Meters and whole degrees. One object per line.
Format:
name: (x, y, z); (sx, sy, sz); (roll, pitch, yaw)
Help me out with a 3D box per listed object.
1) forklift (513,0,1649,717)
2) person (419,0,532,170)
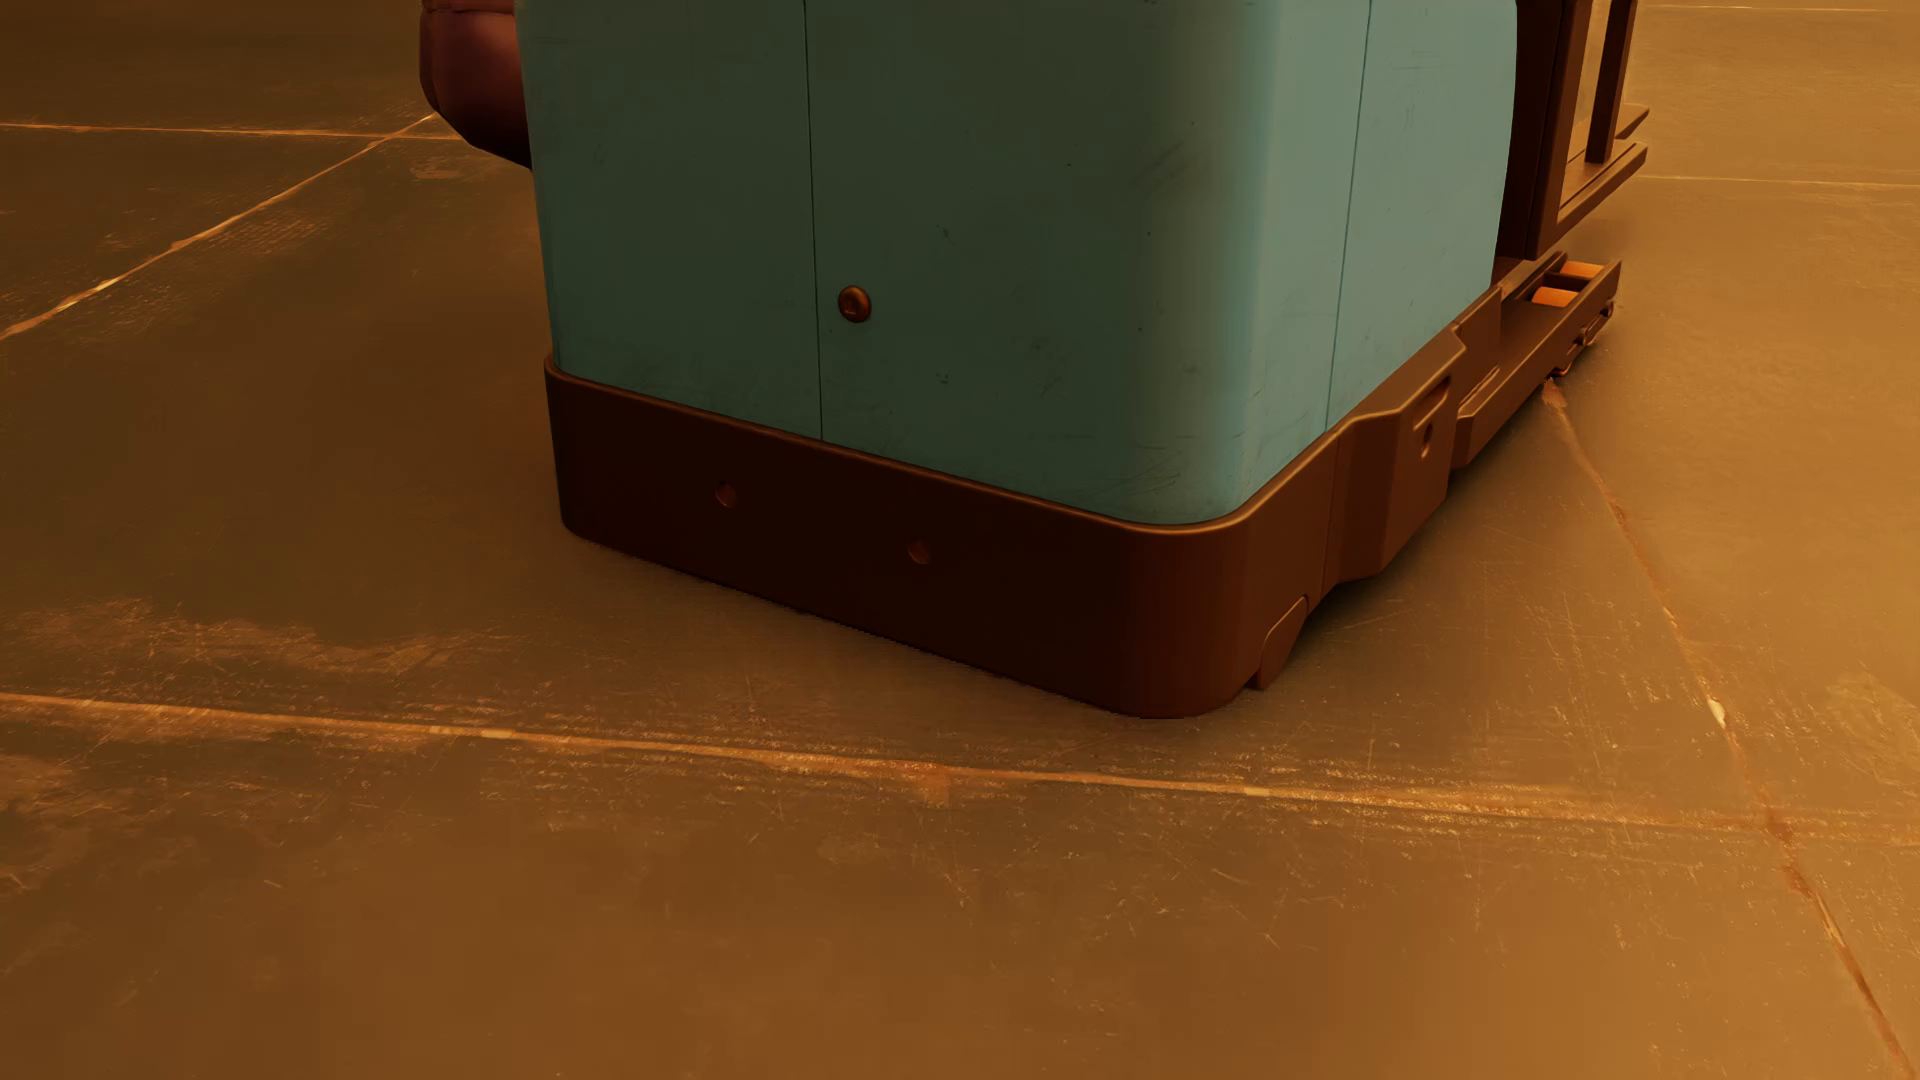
forklift: (0.637, -1.719, 2.662); (1.130, 2.935, 3.031); (16, 31, 29)
person: (-0.580, -0.905, 2.886); (0.798, 1.347, 1.235); (-12, 29, -23)
